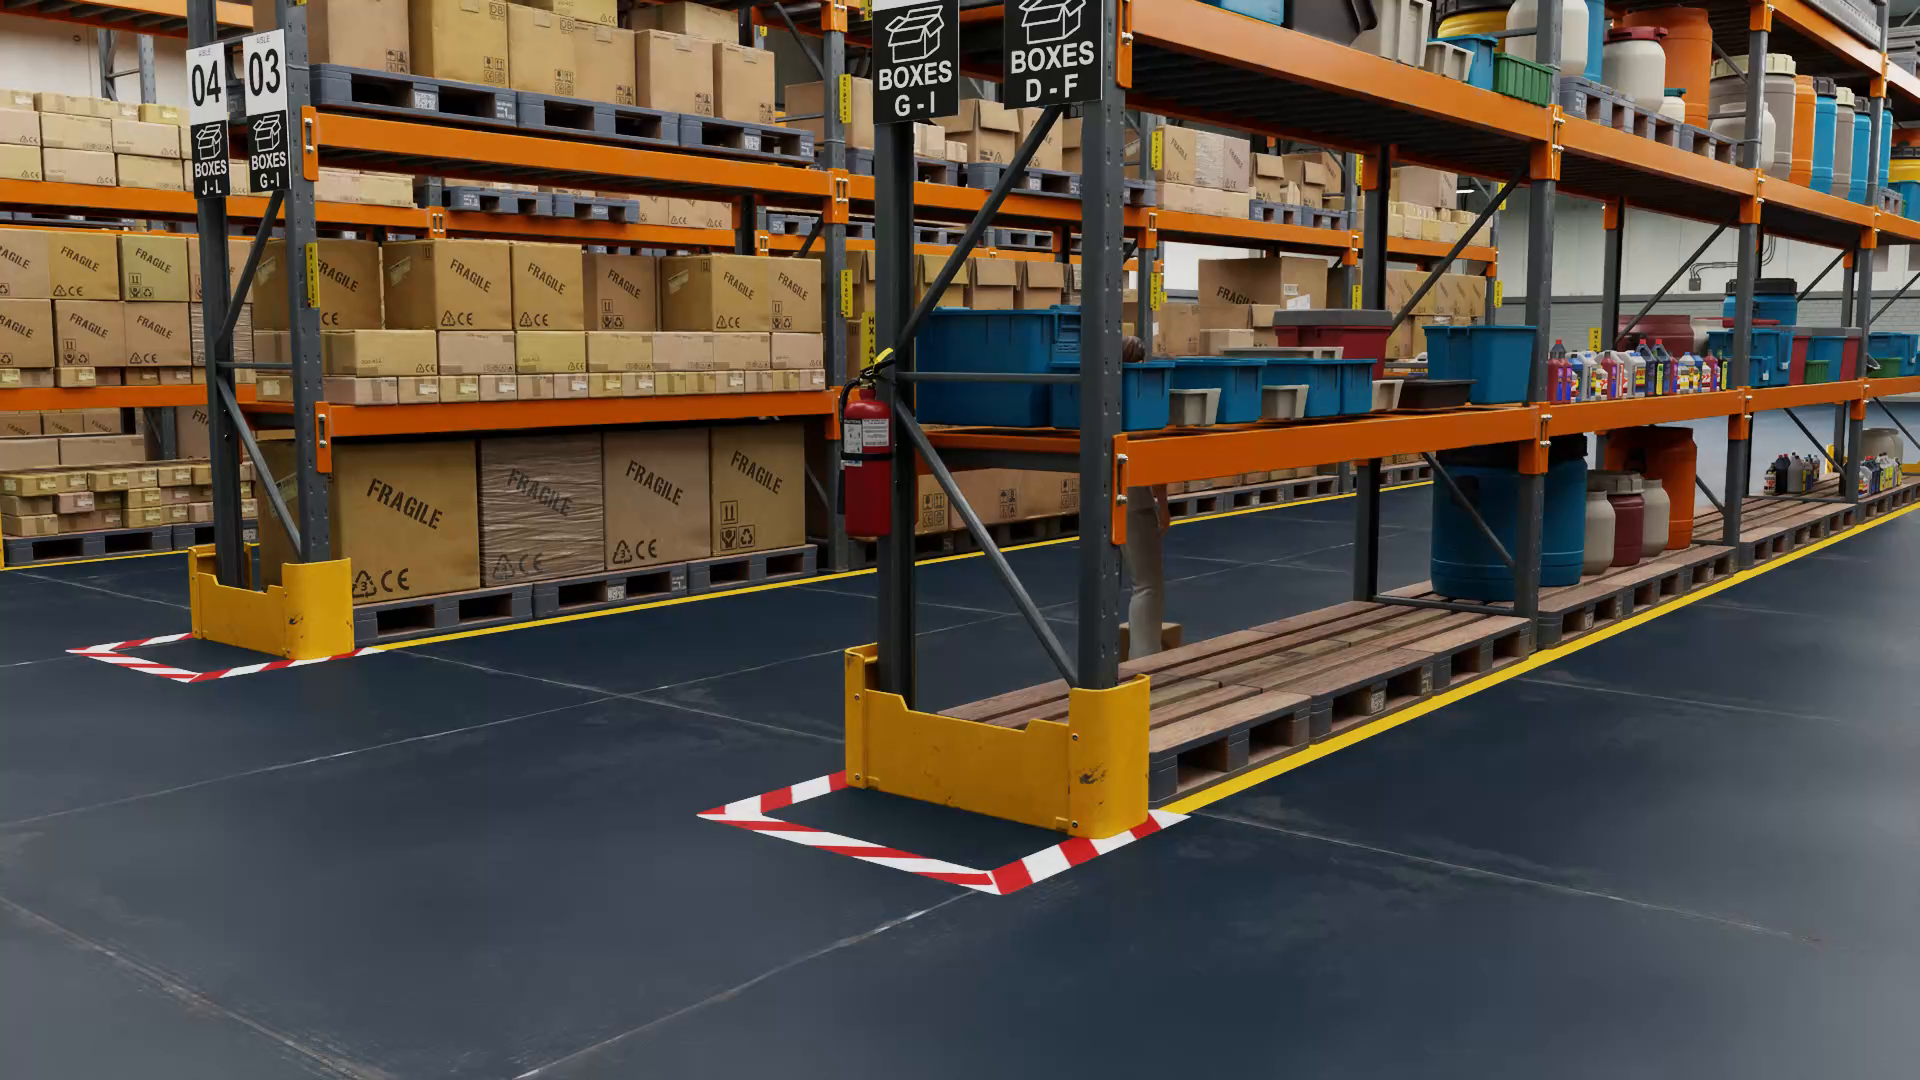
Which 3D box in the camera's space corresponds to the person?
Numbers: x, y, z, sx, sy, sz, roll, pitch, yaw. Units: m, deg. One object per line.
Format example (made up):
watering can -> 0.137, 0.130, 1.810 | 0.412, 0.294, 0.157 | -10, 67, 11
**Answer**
person -> 0.776, -0.133, 7.875 | 0.502, 1.671, 0.364 | 5, 8, 35
